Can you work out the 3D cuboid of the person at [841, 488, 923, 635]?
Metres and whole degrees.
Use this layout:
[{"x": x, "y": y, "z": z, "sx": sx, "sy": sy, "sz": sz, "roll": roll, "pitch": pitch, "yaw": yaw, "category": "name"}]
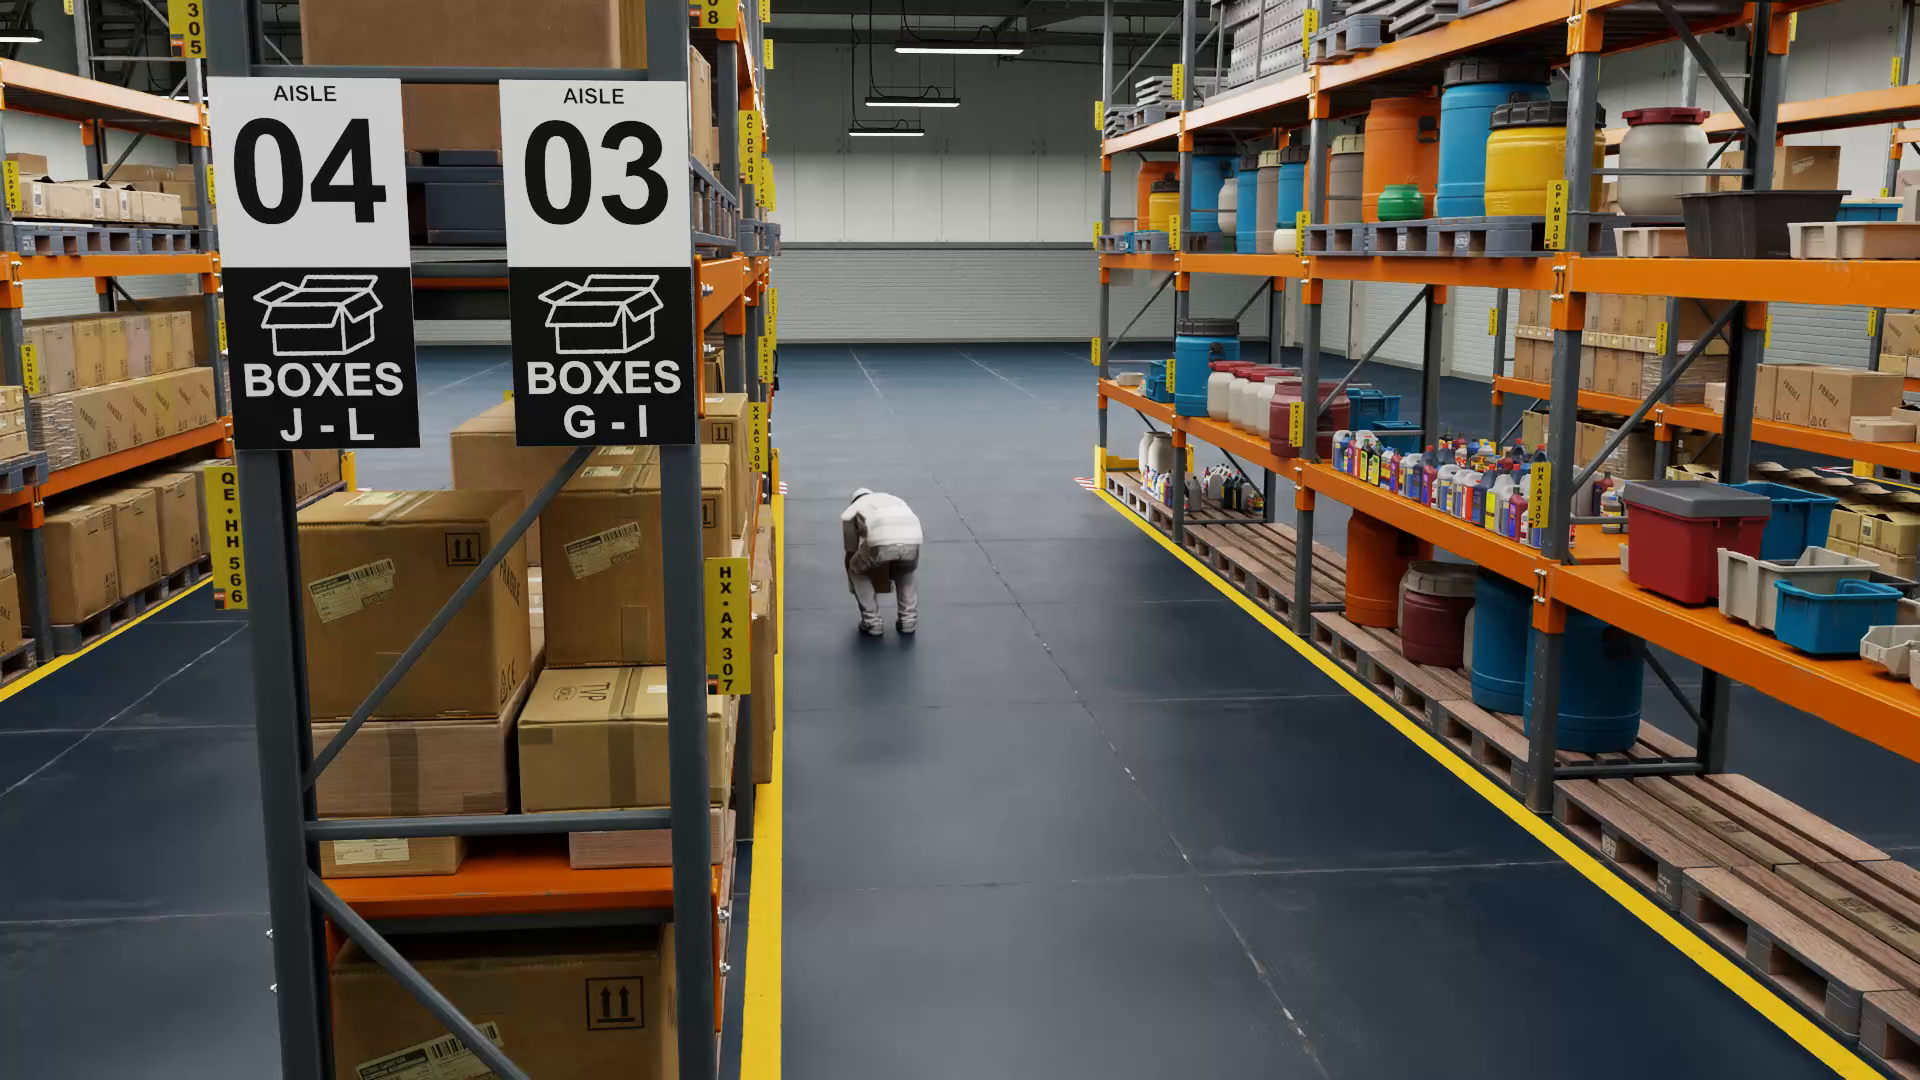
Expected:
[{"x": -0.613, "y": 0.159, "z": 12.655, "sx": 0.544, "sy": 1.019, "sz": 0.977, "roll": -4, "pitch": 11, "yaw": -20, "category": "person"}]
